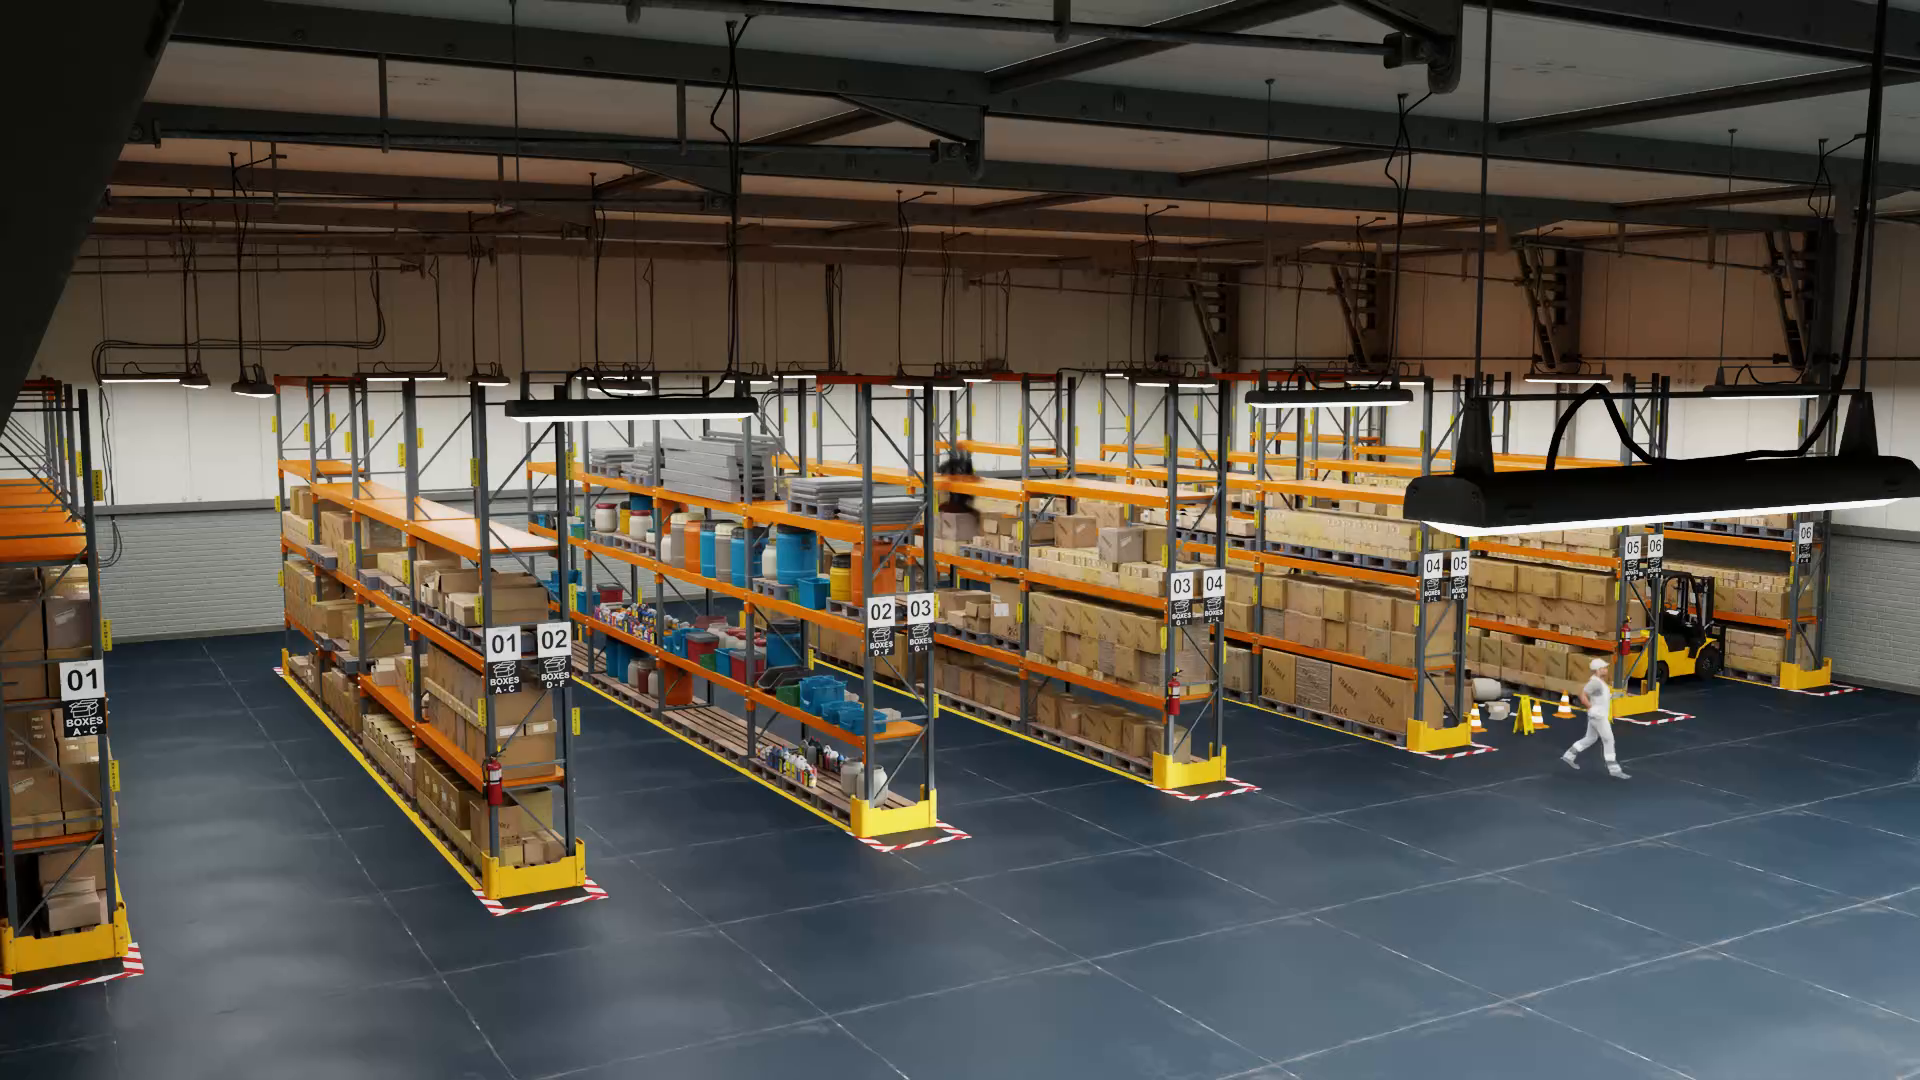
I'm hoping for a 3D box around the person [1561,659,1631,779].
[{"bbox_3d":[9.617,2.670,25.069,0.990,1.782,0.659,2,7,19],"label":"person"}]

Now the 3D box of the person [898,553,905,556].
[{"bbox_3d":[-1.496,1.089,40.653,0.556,1.583,0.818,2,7,20],"label":"person"}]

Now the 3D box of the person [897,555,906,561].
[{"bbox_3d":[-1.431,1.176,39.459,0.680,1.669,0.921,-1,6,-7],"label":"person"}]
